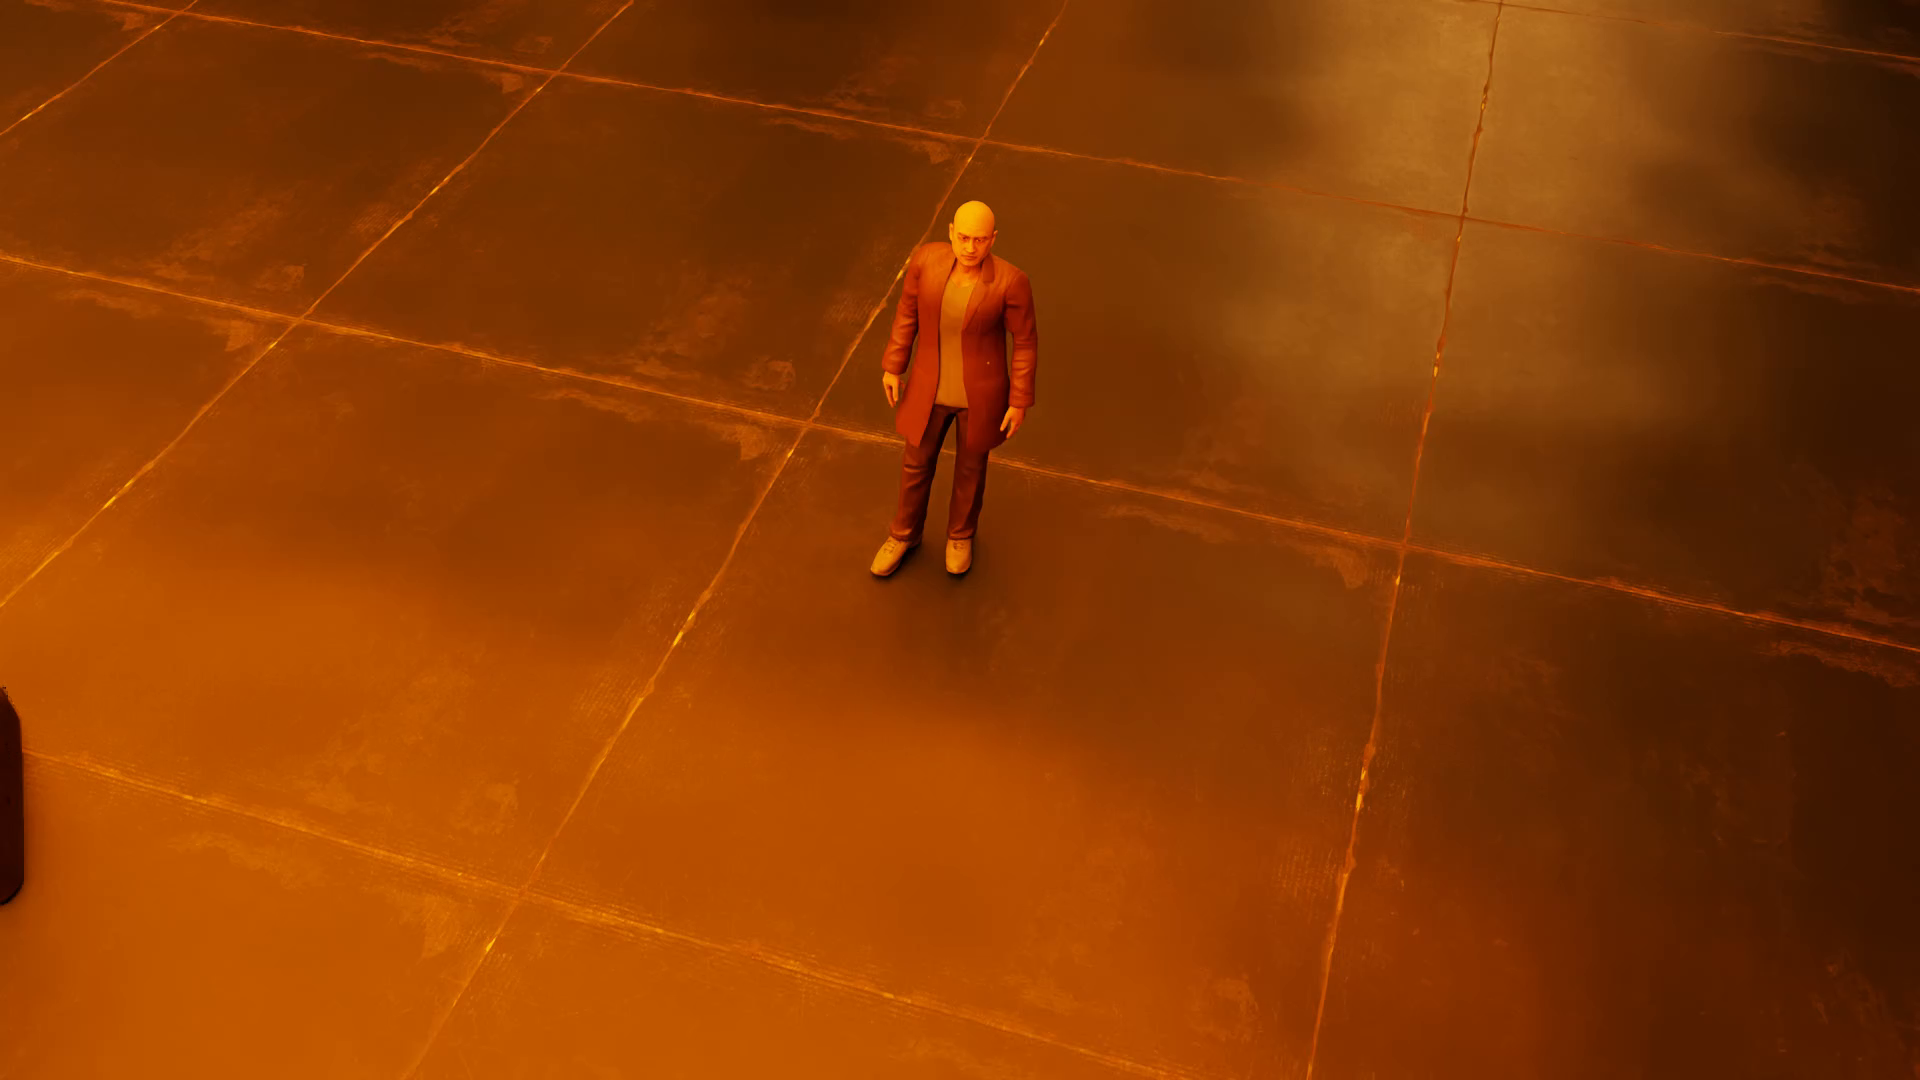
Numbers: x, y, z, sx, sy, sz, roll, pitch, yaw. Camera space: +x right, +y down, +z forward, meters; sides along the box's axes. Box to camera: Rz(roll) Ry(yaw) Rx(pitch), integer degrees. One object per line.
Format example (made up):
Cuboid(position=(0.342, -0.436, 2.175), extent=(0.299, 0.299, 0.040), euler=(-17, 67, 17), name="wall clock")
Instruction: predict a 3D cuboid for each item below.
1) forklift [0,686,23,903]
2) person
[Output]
Cuboid(position=(-5.141, 0.404, 5.255), extent=(3.031, 2.935, 1.130), euler=(-16, 45, -17), name="forklift")
Cuboid(position=(-0.032, -0.598, 7.168), extent=(0.696, 1.776, 0.582), euler=(12, 44, 13), name="person")
